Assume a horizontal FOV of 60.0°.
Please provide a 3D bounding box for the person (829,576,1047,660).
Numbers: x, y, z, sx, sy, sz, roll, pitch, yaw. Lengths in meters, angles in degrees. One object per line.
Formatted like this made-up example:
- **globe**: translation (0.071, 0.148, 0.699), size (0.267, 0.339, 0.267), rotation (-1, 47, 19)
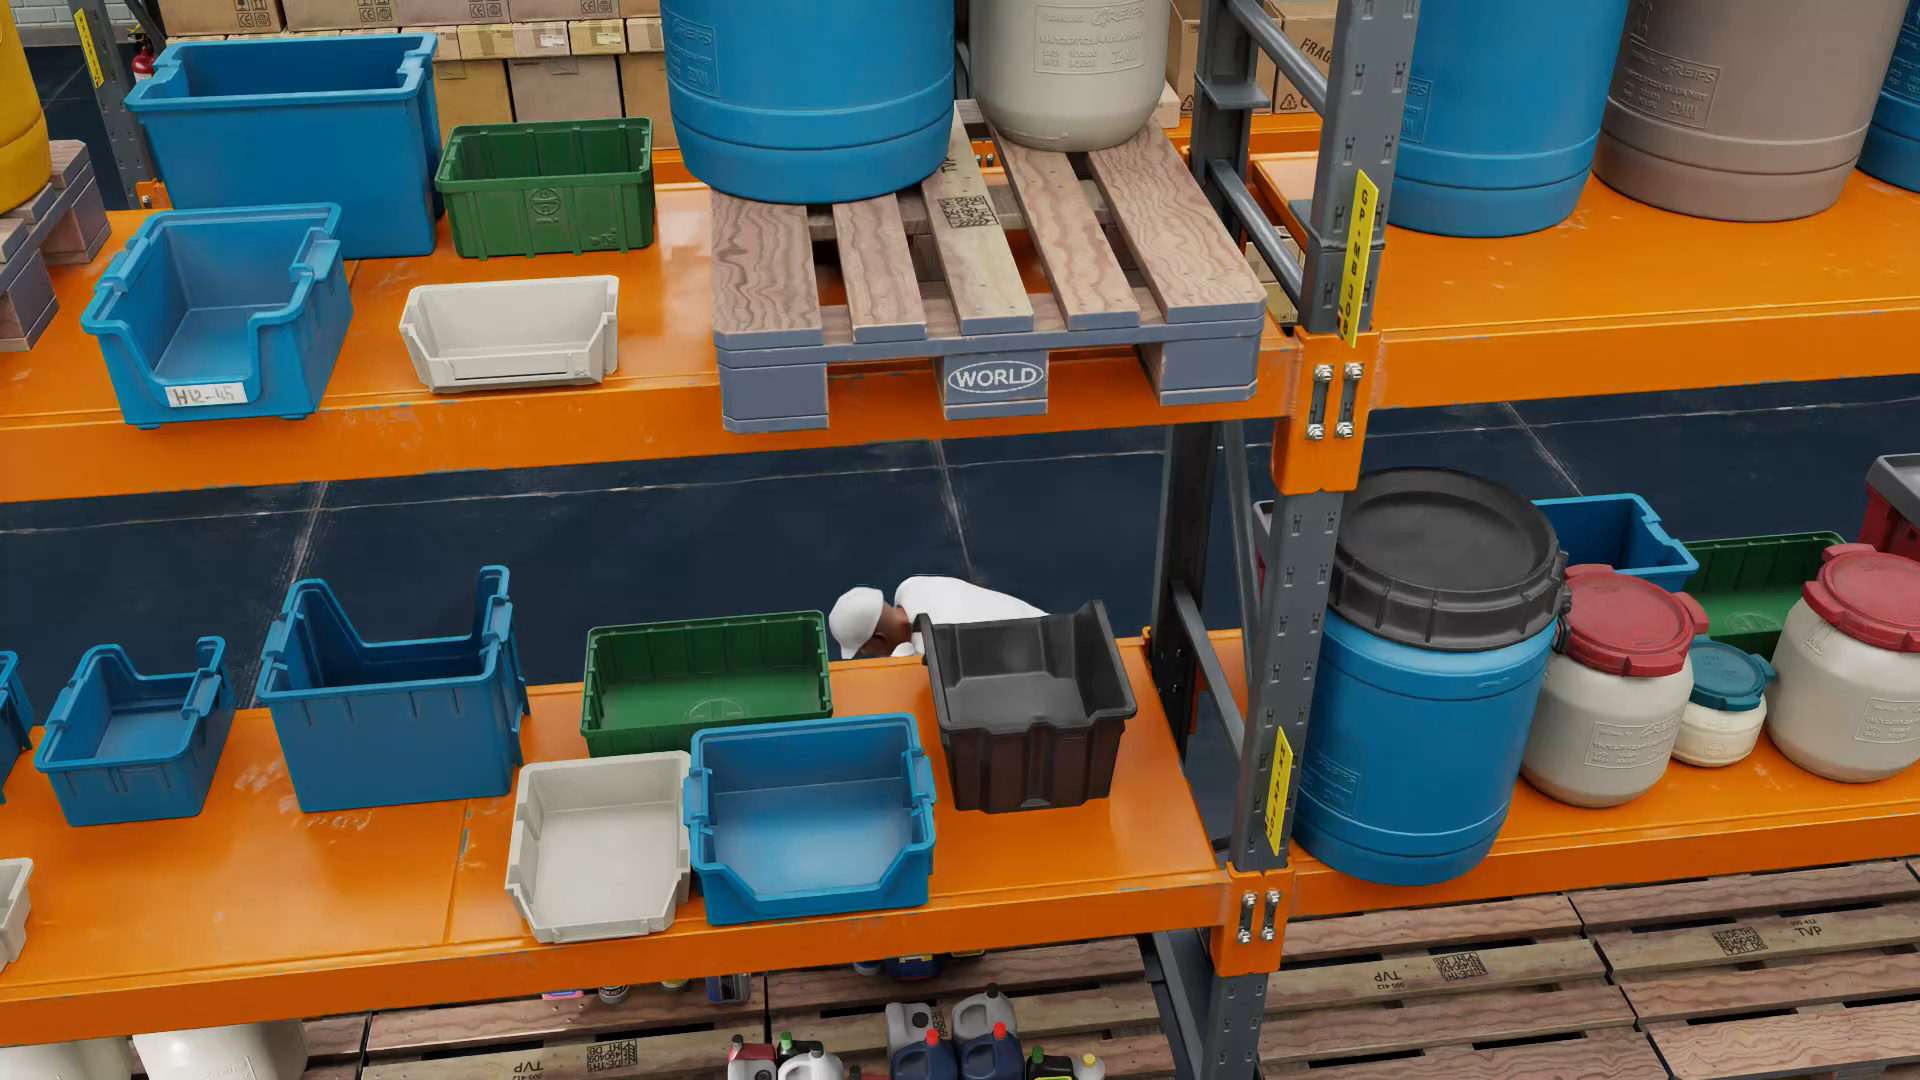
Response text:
- **person**: translation (-0.026, 0.504, 6.201), size (0.898, 0.890, 0.562), rotation (-4, 35, -6)
